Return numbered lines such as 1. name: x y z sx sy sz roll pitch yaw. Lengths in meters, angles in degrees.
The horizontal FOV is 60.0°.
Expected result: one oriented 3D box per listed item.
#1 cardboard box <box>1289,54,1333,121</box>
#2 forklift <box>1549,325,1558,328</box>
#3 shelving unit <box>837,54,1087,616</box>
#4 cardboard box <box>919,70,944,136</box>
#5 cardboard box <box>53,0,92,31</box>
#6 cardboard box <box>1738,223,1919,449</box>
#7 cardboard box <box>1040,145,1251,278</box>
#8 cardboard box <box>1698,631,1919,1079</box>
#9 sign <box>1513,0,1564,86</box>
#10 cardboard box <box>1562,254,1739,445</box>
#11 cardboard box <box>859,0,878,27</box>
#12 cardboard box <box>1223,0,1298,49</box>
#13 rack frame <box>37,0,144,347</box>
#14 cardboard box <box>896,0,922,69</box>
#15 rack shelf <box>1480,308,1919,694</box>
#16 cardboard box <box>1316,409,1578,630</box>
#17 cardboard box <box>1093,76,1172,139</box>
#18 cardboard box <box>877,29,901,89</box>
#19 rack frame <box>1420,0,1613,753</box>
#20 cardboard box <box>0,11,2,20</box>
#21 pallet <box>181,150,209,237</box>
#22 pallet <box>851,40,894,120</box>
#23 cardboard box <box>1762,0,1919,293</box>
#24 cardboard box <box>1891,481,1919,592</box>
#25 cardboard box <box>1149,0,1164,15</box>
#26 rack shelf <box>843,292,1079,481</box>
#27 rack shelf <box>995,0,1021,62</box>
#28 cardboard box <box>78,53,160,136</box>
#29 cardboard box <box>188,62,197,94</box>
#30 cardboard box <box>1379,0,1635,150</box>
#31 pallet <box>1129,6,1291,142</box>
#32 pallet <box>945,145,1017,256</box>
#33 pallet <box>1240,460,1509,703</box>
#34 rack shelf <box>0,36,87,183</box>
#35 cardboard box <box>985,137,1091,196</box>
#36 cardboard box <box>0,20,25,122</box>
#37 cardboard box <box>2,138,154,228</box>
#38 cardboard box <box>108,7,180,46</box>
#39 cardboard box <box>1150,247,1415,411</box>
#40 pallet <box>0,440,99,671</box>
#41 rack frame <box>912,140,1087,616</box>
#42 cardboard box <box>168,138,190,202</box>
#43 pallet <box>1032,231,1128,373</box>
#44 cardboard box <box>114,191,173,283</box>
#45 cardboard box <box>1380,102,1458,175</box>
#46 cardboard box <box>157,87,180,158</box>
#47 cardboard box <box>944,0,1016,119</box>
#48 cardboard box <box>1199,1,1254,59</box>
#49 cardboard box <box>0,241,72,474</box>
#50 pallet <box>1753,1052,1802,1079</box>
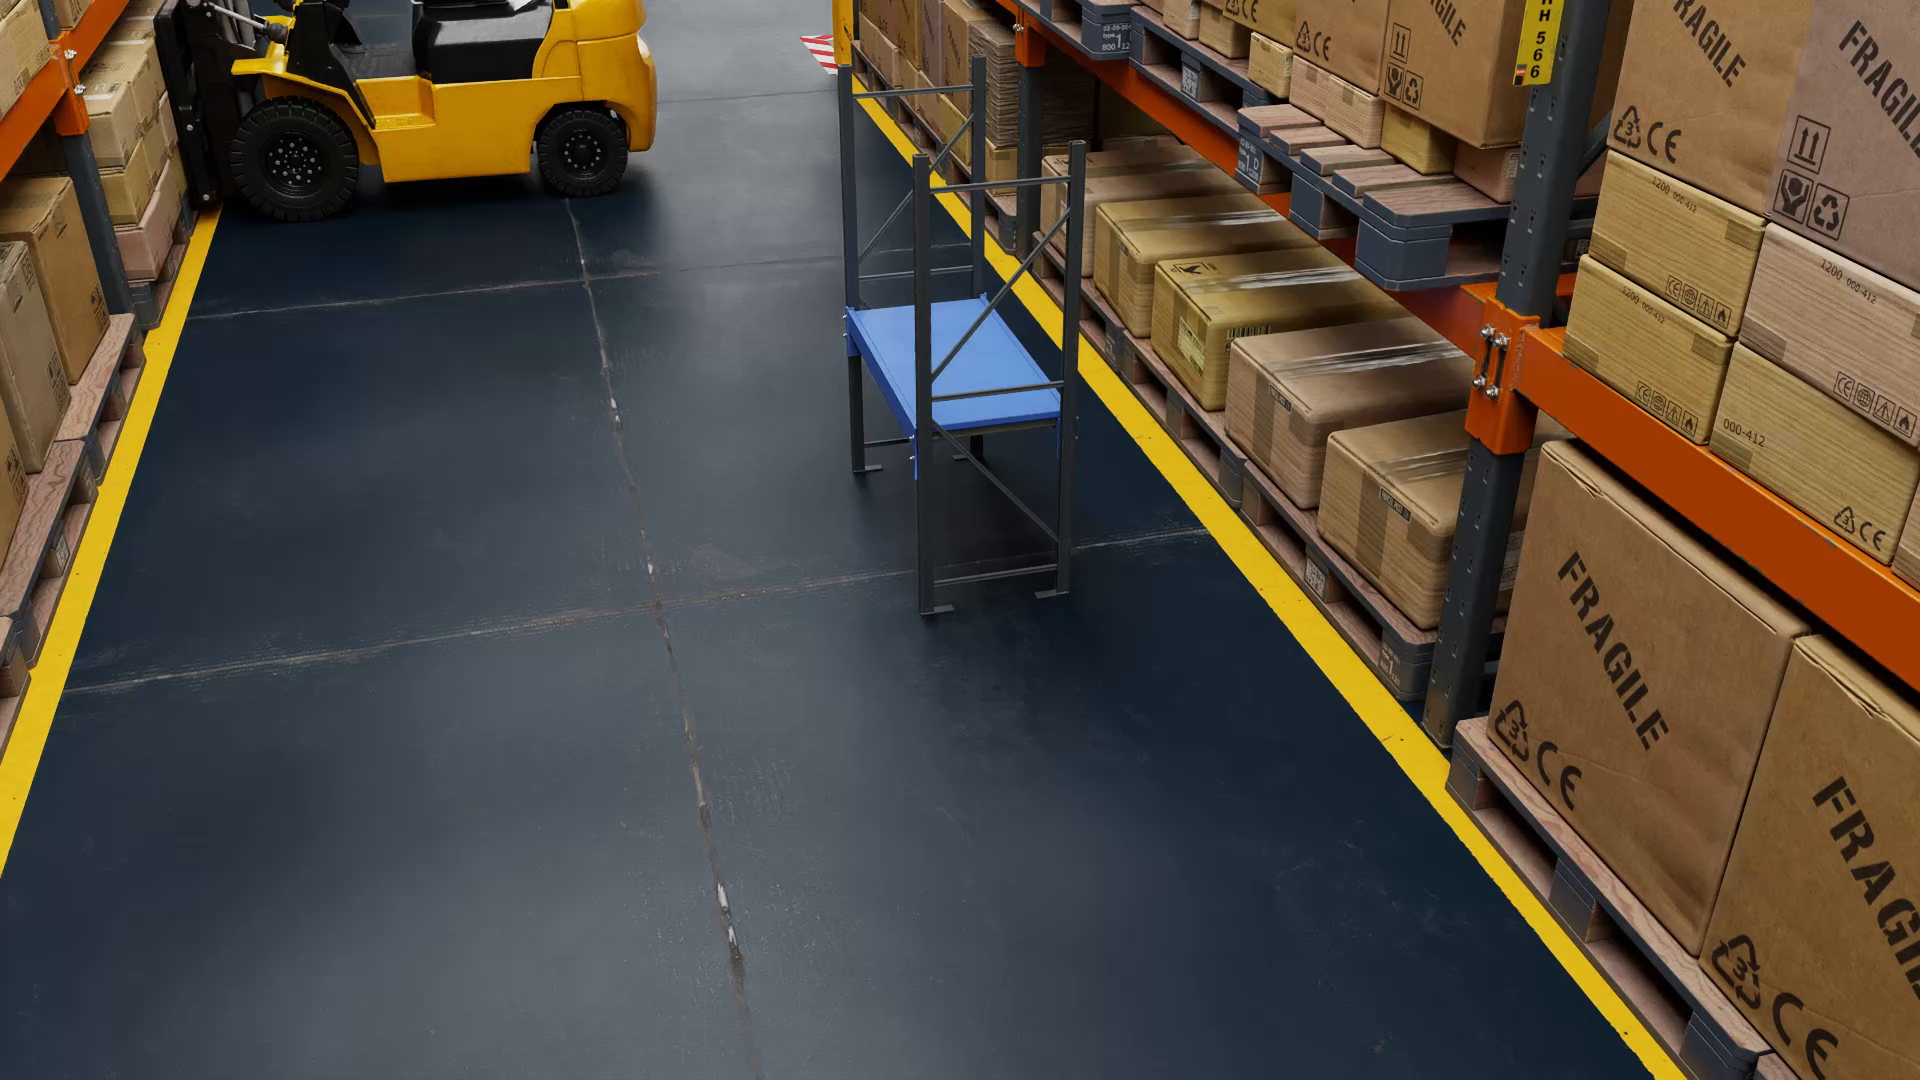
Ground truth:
1. cardboard box: 1.207 -1.351 4.922 0.380 0.149 0.250 -9 31 -16
2. forklift: 3.044 -1.955 6.202 1.130 2.935 3.031 -7 31 -12
3. shelving unit: -0.023 -0.690 5.445 0.538 1.500 1.048 -8 31 -13
4. cardboard box: 0.071 -2.468 9.346 0.500 0.250 0.500 -7 31 -13
5. cardboard box: -3.882 -2.355 6.725 0.500 0.500 0.500 -9 31 -15
6. cardboard box: 1.863 -0.417 3.127 0.500 0.250 0.500 -7 31 -12
7. cardboard box: 0.910 -1.516 7.579 0.950 0.372 0.625 -7 31 -13
8. cardboard box: 2.166 0.721 3.212 0.875 0.875 0.875 -7 31 -13
9. sign: 1.310 -1.183 3.723 0.100 0.325 0.005 -8 31 -13
10. cardboard box: 1.718 -0.458 3.697 0.500 0.250 0.500 -8 31 -14
11. cardboard box: -0.339 -3.535 10.440 0.500 0.500 0.500 -9 31 -15
12. cardboard box: 1.159 -1.821 5.086 0.500 0.500 0.500 -10 32 -17
13. rack frame: -4.016 -2.063 6.320 1.000 3.000 0.127 -8 31 -13
14. cardboard box: -0.070 -3.040 9.585 0.500 0.500 0.500 -7 31 -12
15. rack shelf: 2.361 0.484 2.637 1.077 0.370 4.000 -8 31 -13
16. cardboard box: 1.690 -0.112 5.152 0.950 0.372 0.625 -10 32 -17
17. cardboard box: 0.873 -2.362 8.413 0.500 0.500 0.500 -6 31 -11
18. cardboard box: -0.217 -2.975 10.220 0.500 0.250 0.500 -7 31 -11
19. rack frame: 1.831 -0.793 4.125 1.000 3.000 0.127 -8 31 -13
20. cardboard box: -3.496 -1.764 5.454 0.500 0.250 0.500 -9 31 -15
21. pallet: -4.514 -1.836 8.711 1.003 0.211 1.213 -8 31 -13
22. pallet: -0.091 -3.016 10.750 1.003 0.211 1.213 -8 31 -13
23. cardboard box: 1.867 -0.760 2.971 0.500 0.500 0.500 -8 31 -13
24. cardboard box: 2.005 0.042 2.833 0.500 0.250 0.500 -7 31 -12
25. cardboard box: 0.909 -1.991 6.027 0.380 0.149 0.250 -8 31 -13
26. rack shelf: -0.023 -0.535 5.536 0.538 0.185 1.000 -8 31 -13
27. rack shelf: 0.238 -3.379 9.312 1.077 0.370 4.000 -8 31 -13
28. cardboard box: -3.968 -2.011 7.558 0.500 0.250 0.500 -8 31 -13
29. cardboard box: -4.367 -2.519 8.935 0.500 0.250 0.500 -9 31 -14
30. cardboard box: 1.442 -1.329 4.236 0.500 0.500 0.500 -9 31 -15
31. pallet: 1.266 -1.660 5.816 1.003 0.211 1.213 -8 31 -13
32. pallet: 0.556 -1.838 8.714 1.003 0.211 1.213 -8 31 -13
33. pallet: 1.625 0.036 5.476 1.003 0.211 1.213 -8 31 -13
34. rack shelf: -3.485 -0.786 4.831 1.077 0.370 4.000 -8 31 -13
35. cardboard box: 0.353 -1.966 8.478 0.500 0.250 0.500 -6 31 -11
36. cardboard box: -3.491 -1.547 5.579 0.500 0.250 0.500 -8 31 -14
37. cardboard box: -3.847 -1.546 7.253 0.500 0.250 0.500 -8 31 -14
38. cardboard box: -4.243 -2.504 8.410 0.500 0.250 0.500 -8 31 -14
39. cardboard box: 1.291 -0.834 6.400 0.950 0.372 0.625 -7 31 -12
40. pallet: -3.455 0.085 5.393 1.003 0.211 1.213 -8 31 -13
41. rack frame: 0.112 -0.445 5.021 0.500 1.500 0.032 -8 31 -13
42. cardboard box: -4.126 -1.822 8.228 0.500 0.250 0.500 -7 31 -12
43. pallet: 0.977 -1.142 7.512 1.003 0.211 1.213 -8 31 -13
44. cardboard box: -3.825 -1.332 7.383 0.500 0.250 0.500 -8 31 -13
45. cardboard box: 1.376 -1.113 4.510 0.380 0.149 0.250 -7 31 -13
46. cardboard box: -4.104 -2.033 8.095 0.500 0.250 0.500 -8 31 -14
47. cardboard box: 0.216 -2.537 8.715 0.500 0.500 0.500 -7 31 -12
48. cardboard box: 1.029 -1.731 5.577 0.380 0.149 0.250 -9 31 -15
49. cardboard box: -3.668 -0.591 5.727 0.875 0.625 0.625 -8 31 -14
50. pallet: 2.287 1.393 3.133 1.003 0.211 1.213 -8 31 -13
